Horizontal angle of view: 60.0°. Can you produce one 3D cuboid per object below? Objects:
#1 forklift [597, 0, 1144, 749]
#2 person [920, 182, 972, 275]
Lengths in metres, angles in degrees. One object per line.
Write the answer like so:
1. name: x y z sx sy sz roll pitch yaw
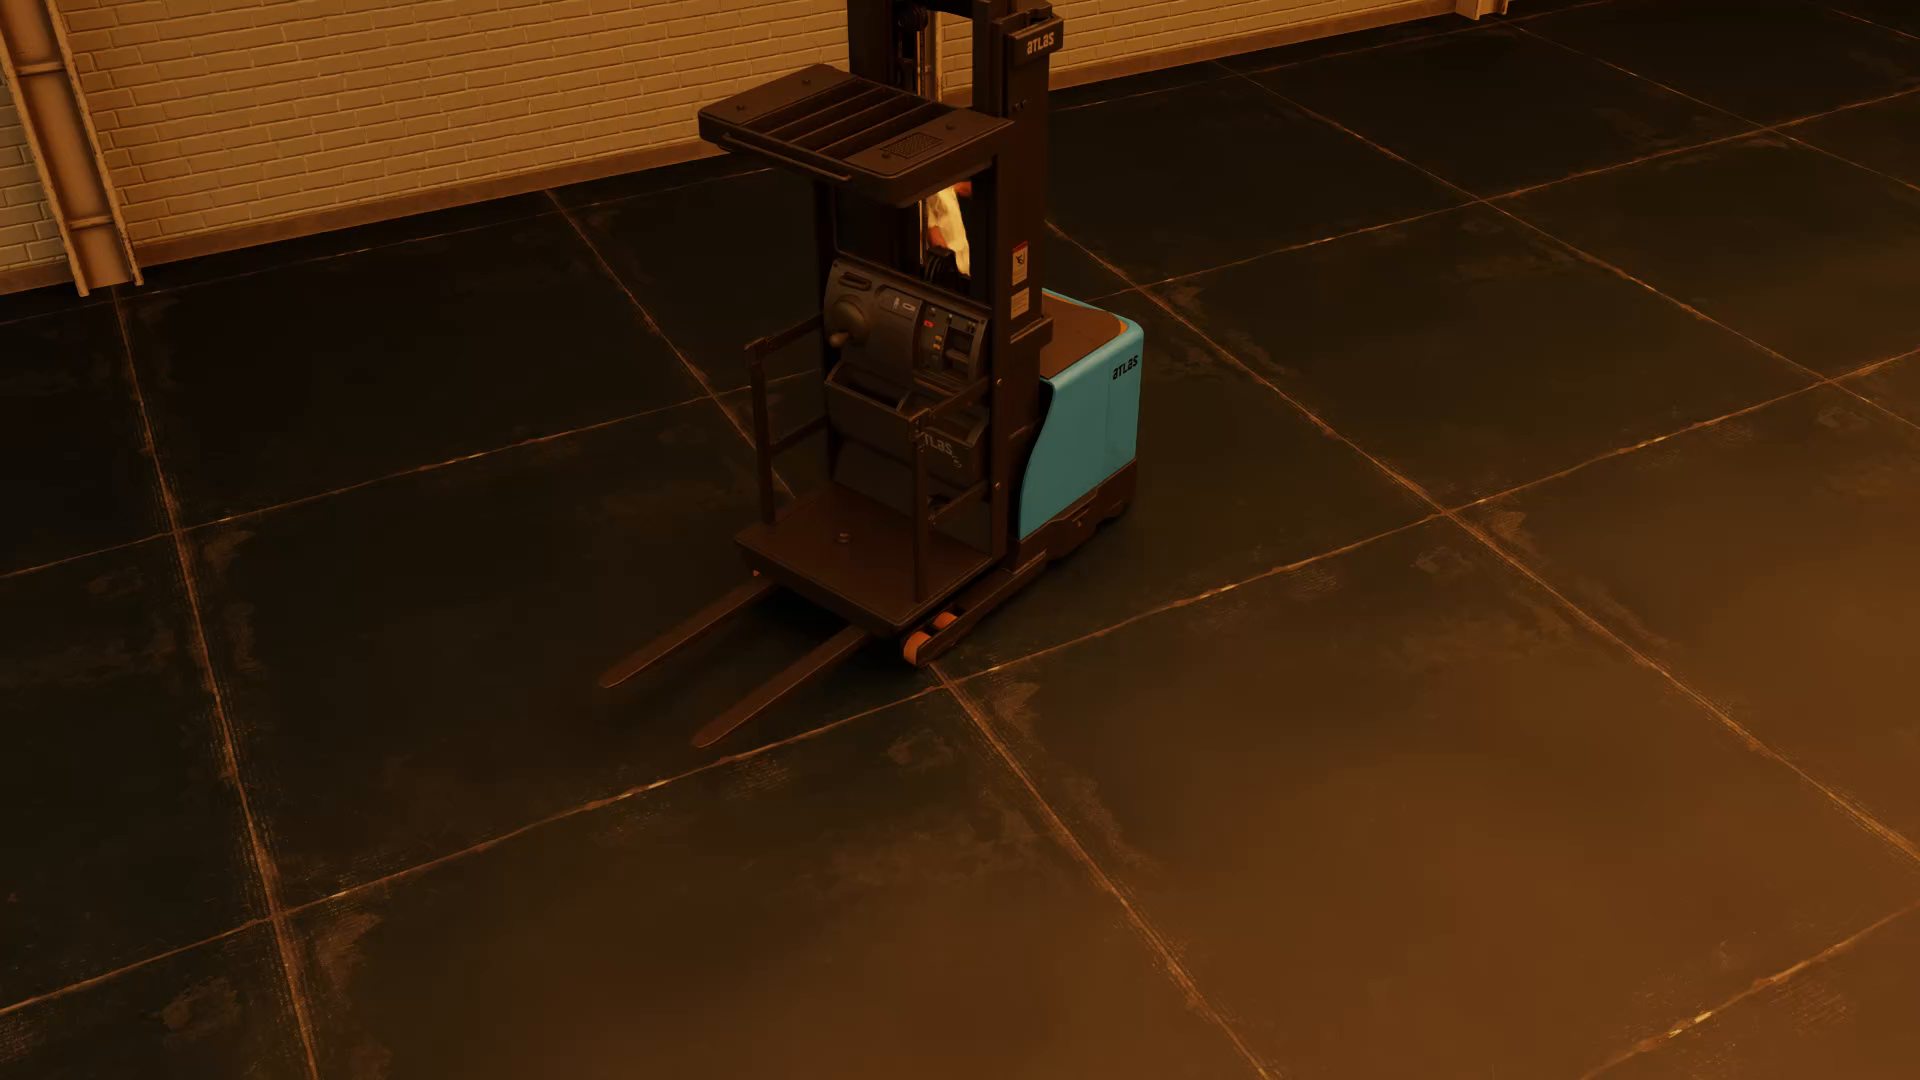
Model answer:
1. forklift: -0.390 -0.927 7.434 1.130 2.935 3.031 26 43 31
2. person: -0.028 -1.548 9.426 0.875 1.645 0.819 -10 37 -14
